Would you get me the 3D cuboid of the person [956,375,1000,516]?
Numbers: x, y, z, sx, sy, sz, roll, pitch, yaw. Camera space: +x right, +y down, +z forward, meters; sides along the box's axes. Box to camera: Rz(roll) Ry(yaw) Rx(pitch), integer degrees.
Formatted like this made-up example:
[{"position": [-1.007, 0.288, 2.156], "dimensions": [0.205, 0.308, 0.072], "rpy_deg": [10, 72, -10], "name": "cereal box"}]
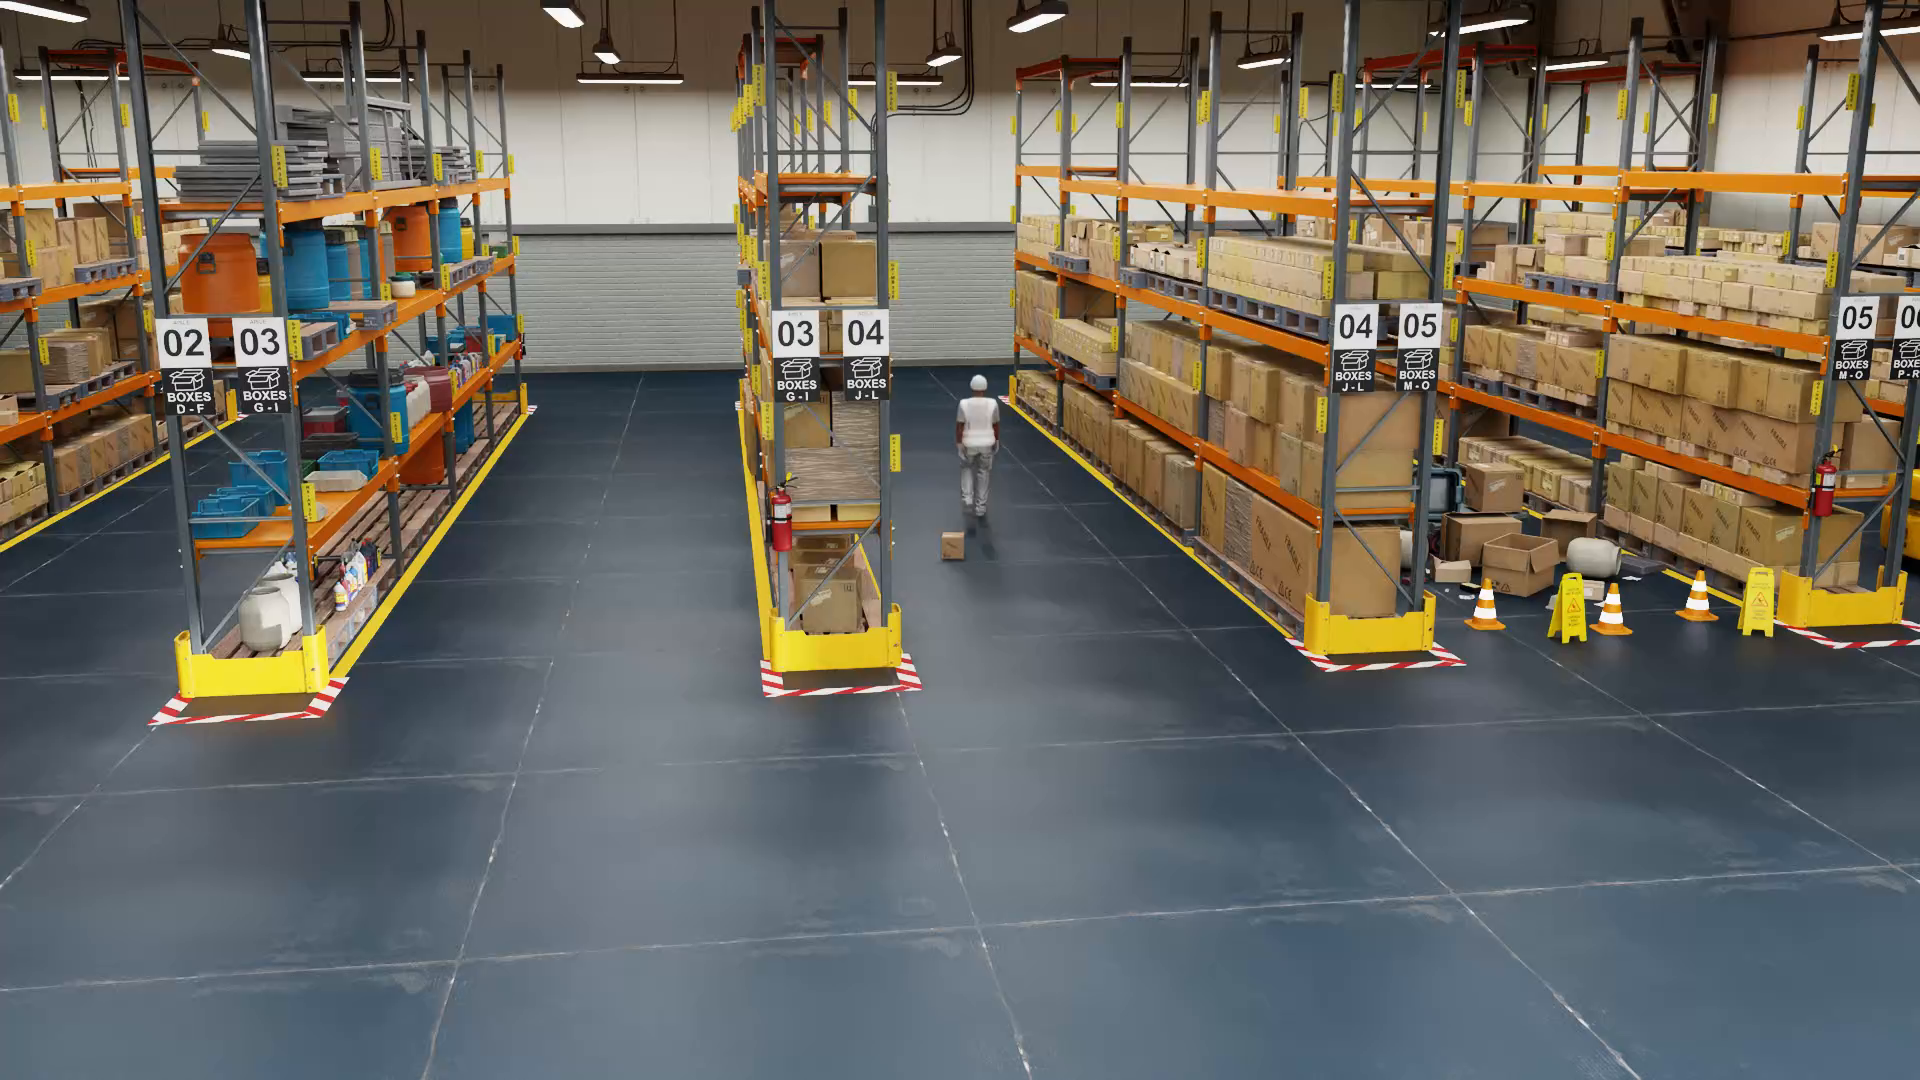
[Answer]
[{"position": [0.228, -1.189, 21.096], "dimensions": [0.544, 1.826, 0.488], "rpy_deg": [0, 13, 1], "name": "person"}]
